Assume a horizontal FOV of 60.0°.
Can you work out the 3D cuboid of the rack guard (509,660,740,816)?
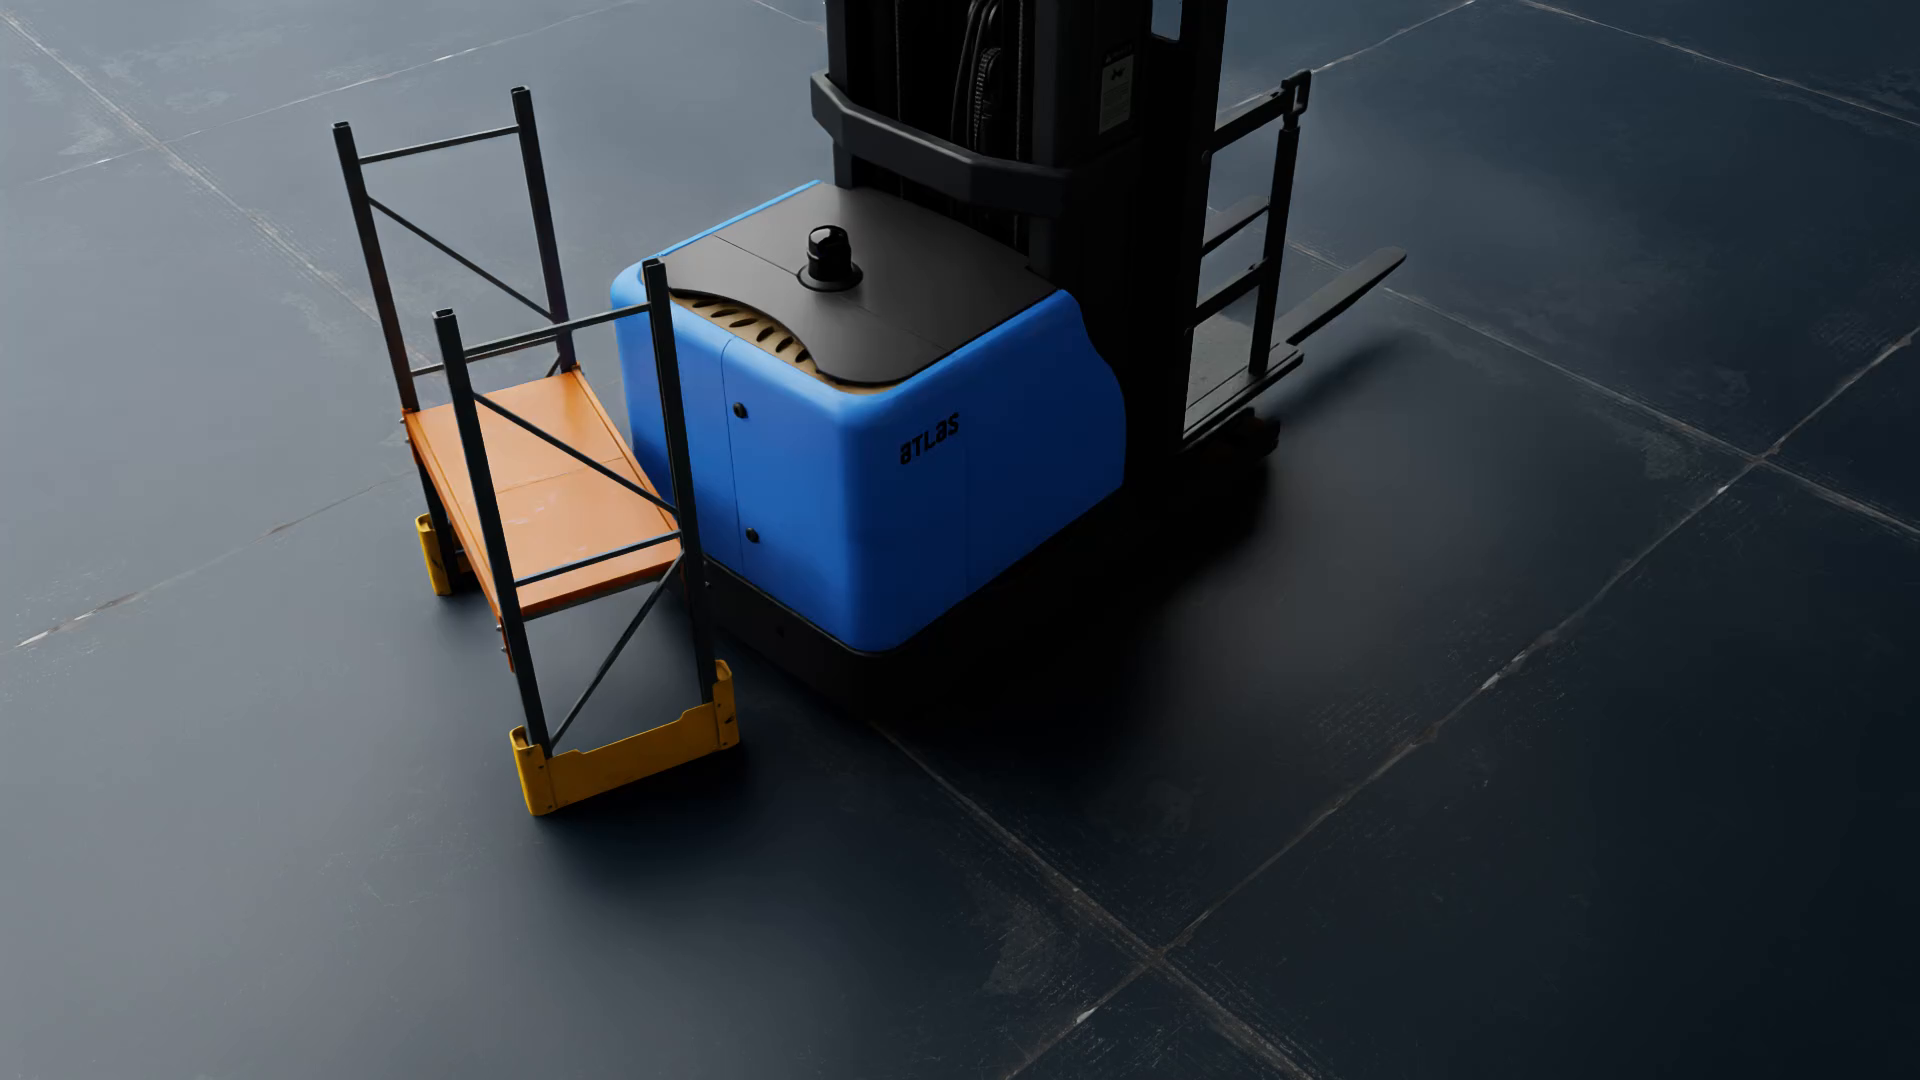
[{"bbox_3d":[-0.878,0.522,4.405,0.587,0.250,0.087,-18,42,-21],"label":"rack guard"}]

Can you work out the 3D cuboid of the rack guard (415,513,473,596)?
[{"bbox_3d":[-1.342,-0.032,5.090,0.587,0.250,0.087,-18,42,-21],"label":"rack guard"}]

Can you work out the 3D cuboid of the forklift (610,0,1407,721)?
[{"bbox_3d":[0.414,-1.488,4.760,1.130,2.935,3.031,30,48,32],"label":"forklift"}]

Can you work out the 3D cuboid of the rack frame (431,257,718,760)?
[{"bbox_3d":[-0.868,0.046,3.999,0.500,1.500,0.032,-18,42,-21],"label":"rack frame"}]

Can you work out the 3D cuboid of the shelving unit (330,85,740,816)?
[{"bbox_3d":[-1.110,-0.241,4.355,0.587,1.500,1.083,-18,42,-21],"label":"shelving unit"}]

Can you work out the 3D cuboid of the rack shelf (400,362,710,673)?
[{"bbox_3d":[-1.106,-0.096,4.462,0.538,0.185,1.000,-18,42,-21],"label":"rack shelf"}]

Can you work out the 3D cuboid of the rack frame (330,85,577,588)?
[{"bbox_3d":[-1.343,-0.519,4.698,0.500,1.500,0.032,-18,42,-21],"label":"rack frame"}]
